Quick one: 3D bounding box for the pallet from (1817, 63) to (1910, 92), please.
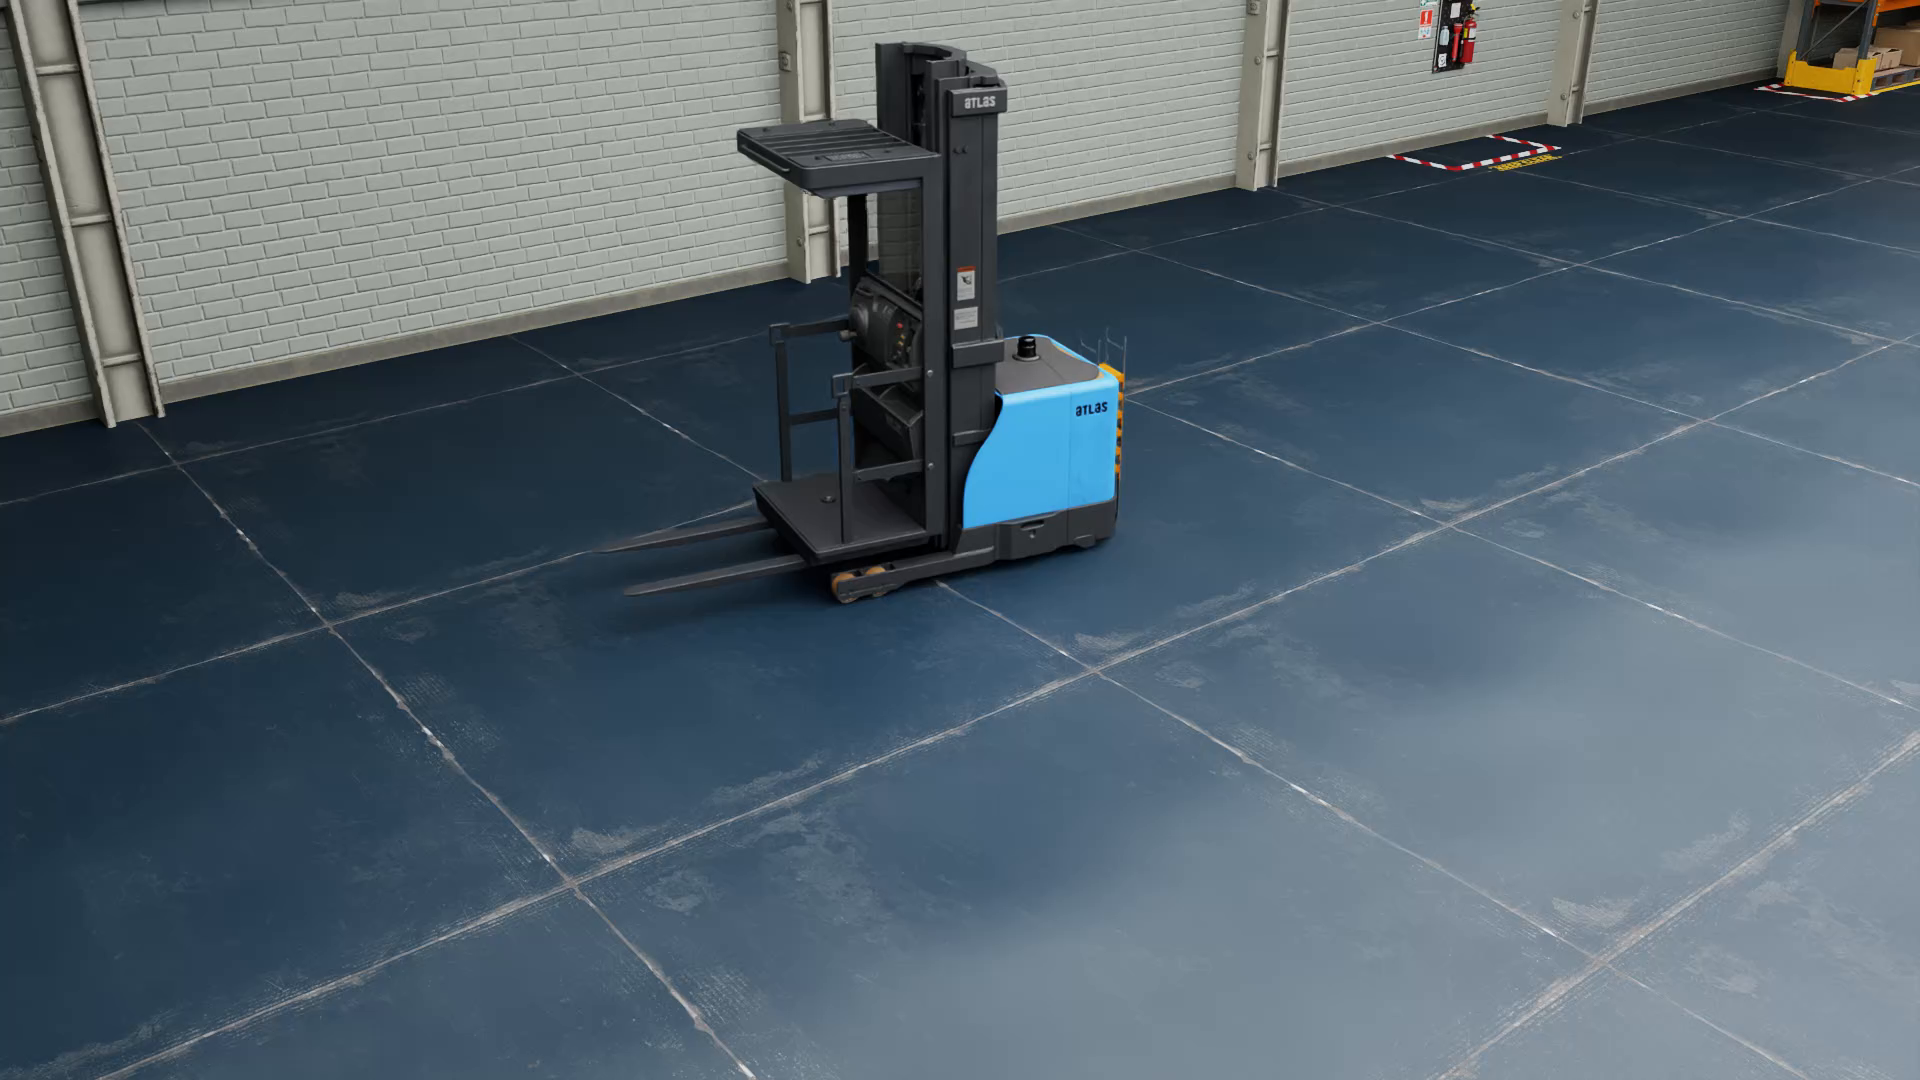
[{"bbox_3d":[13.507,-6.991,25.062,1.213,0.211,1.003,-18,31,-34],"label":"pallet"}]

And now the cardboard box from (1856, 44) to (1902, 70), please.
[{"bbox_3d":[13.835,-7.314,25.118,0.500,0.311,0.500,-15,29,-30],"label":"cardboard box"}]

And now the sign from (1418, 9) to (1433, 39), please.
[{"bbox_3d":[5.615,-6.224,20.054,0.234,0.329,0.001,-18,31,-34],"label":"sign"}]

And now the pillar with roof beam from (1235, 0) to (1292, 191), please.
[{"bbox_3d":[6.017,-6.683,13.960,0.400,9.000,9.100,-18,31,-34],"label":"pillar with roof beam"}]

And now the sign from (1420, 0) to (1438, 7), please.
[{"bbox_3d":[5.624,-6.462,19.939,0.331,0.109,0.001,-18,31,-34],"label":"sign"}]

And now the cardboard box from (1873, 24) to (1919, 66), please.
[{"bbox_3d":[14.443,-7.574,25.453,0.500,0.500,0.700,-21,32,-37],"label":"cardboard box"}]

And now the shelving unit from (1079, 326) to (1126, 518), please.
[{"bbox_3d":[0.869,-0.714,10.362,0.189,1.200,0.258,-11,27,-23],"label":"shelving unit"}]

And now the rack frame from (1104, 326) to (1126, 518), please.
[{"bbox_3d":[0.951,-0.730,10.398,0.006,1.200,0.240,-11,27,-23],"label":"rack frame"}]

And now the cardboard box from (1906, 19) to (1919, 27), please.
[{"bbox_3d":[15.142,-7.858,26.066,0.500,0.500,0.500,-21,32,-38],"label":"cardboard box"}]

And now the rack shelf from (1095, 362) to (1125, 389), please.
[{"bbox_3d":[0.869,-1.000,10.230,0.180,0.103,0.258,-11,27,-23],"label":"rack shelf"}]

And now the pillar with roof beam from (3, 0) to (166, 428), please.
[{"bbox_3d":[-3.426,-3.565,7.243,0.400,9.000,9.100,-18,31,-34],"label":"pillar with roof beam"}]

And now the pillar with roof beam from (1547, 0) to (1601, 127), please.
[{"bbox_3d":[10.739,-8.241,17.318,0.400,9.000,9.100,-18,31,-34],"label":"pillar with roof beam"}]

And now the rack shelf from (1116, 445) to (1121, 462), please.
[{"bbox_3d":[0.869,-0.564,10.432,0.180,0.103,0.258,-11,27,-23],"label":"rack shelf"}]

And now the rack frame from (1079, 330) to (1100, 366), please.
[{"bbox_3d":[0.786,-0.697,10.327,0.006,1.200,0.240,-11,27,-23],"label":"rack frame"}]

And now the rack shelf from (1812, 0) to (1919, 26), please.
[{"bbox_3d":[14.360,-8.230,25.274,4.000,0.370,1.077,-18,31,-34],"label":"rack shelf"}]

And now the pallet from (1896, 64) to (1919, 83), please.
[{"bbox_3d":[14.467,-7.306,25.741,1.213,0.211,1.003,-18,31,-34],"label":"pallet"}]

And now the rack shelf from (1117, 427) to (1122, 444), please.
[{"bbox_3d":[0.869,-0.673,10.381,0.180,0.103,0.258,-11,27,-23],"label":"rack shelf"}]

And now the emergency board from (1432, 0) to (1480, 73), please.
[{"bbox_3d":[6.114,-6.317,20.298,0.643,1.169,0.194,-18,31,-34],"label":"emergency board"}]

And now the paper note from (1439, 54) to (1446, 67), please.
[{"bbox_3d":[5.932,-5.894,20.433,0.142,0.148,0.016,-18,31,-34],"label":"paper note"}]

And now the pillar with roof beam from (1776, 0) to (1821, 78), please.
[{"bbox_3d":[15.460,-9.800,20.676,0.400,9.000,9.100,-18,31,-34],"label":"pillar with roof beam"}]

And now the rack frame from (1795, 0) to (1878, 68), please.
[{"bbox_3d":[12.787,-8.036,24.003,0.127,3.000,1.000,-18,31,-34],"label":"rack frame"}]

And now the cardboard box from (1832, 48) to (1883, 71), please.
[{"bbox_3d":[13.387,-7.166,24.799,0.500,0.311,0.500,-23,33,-40],"label":"cardboard box"}]

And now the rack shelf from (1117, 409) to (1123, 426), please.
[{"bbox_3d":[0.869,-0.782,10.331,0.180,0.103,0.258,-11,27,-23],"label":"rack shelf"}]

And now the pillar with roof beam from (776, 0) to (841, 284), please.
[{"bbox_3d":[1.296,-5.124,10.601,0.400,9.000,9.100,-18,31,-34],"label":"pillar with roof beam"}]

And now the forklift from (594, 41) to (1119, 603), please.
[{"bbox_3d":[-0.607,-1.225,9.408,3.031,2.935,1.130,-11,27,-23],"label":"forklift"}]

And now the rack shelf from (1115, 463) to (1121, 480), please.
[{"bbox_3d":[0.869,-0.456,10.482,0.180,0.103,0.258,-11,27,-23],"label":"rack shelf"}]

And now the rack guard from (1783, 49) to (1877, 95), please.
[{"bbox_3d":[12.846,-6.922,24.571,0.348,0.500,1.175,-18,31,-34],"label":"rack guard"}]

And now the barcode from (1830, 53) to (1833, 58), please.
[{"bbox_3d":[13.154,-7.308,25.093,0.075,0.075,0.001,-18,31,-34],"label":"barcode"}]

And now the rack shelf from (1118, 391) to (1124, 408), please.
[{"bbox_3d":[0.869,-0.891,10.280,0.180,0.103,0.258,-11,27,-23],"label":"rack shelf"}]
